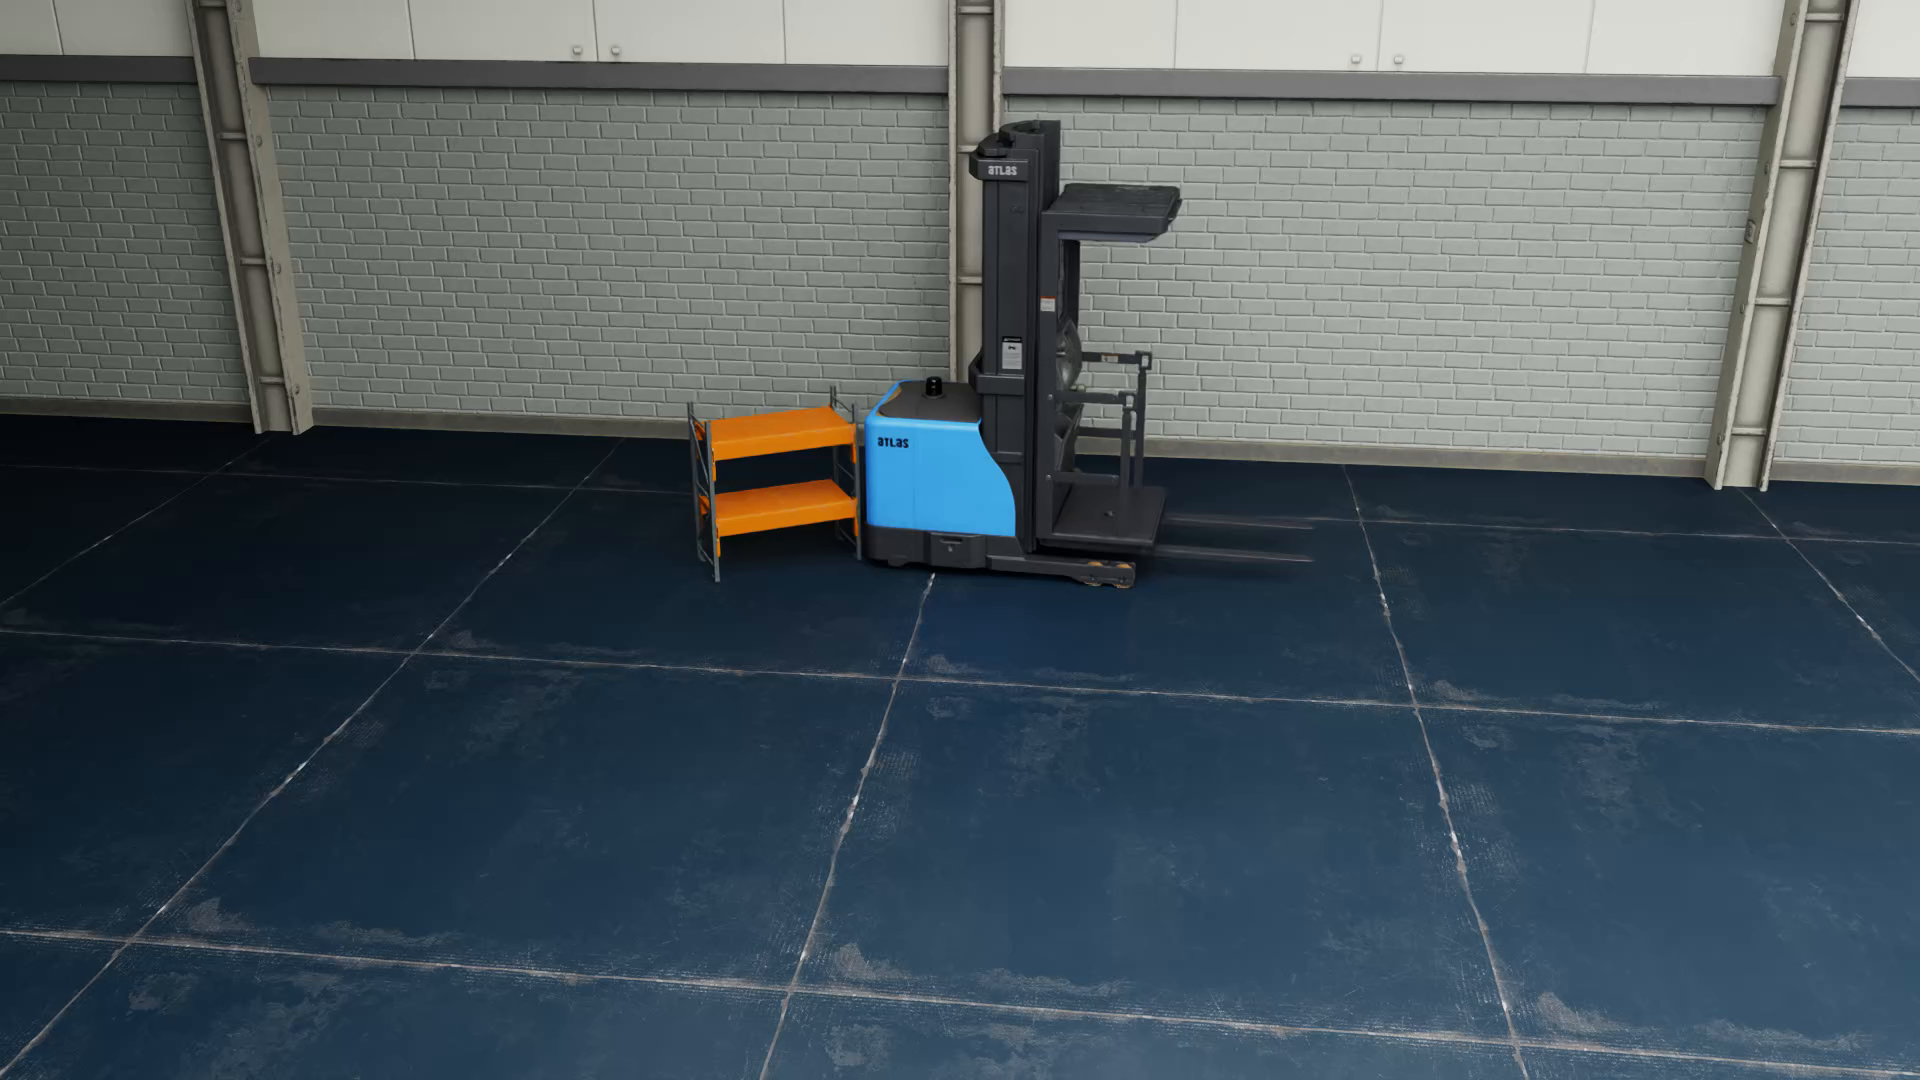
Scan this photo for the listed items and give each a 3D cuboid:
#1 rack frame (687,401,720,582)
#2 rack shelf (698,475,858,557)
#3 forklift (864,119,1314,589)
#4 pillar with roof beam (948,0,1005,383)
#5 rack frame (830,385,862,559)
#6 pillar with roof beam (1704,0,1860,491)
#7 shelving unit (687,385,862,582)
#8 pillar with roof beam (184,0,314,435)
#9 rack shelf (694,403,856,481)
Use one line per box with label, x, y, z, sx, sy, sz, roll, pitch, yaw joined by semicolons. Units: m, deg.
rack frame;-1.735;-0.329;11.243;0.032;1.125;0.500;-9;23;-21
rack shelf;-1.266;-0.175;11.516;1.000;0.278;0.538;-9;23;-21
forklift;0.915;-1.248;11.109;3.031;2.935;1.130;4;22;11
pillar with roof beam;-0.381;-3.316;8.089;0.400;9.000;9.100;2;22;6
rack frame;-0.797;-0.474;11.610;0.032;1.125;0.500;-9;23;-21
pillar with roof beam;5.577;-3.057;7.432;0.400;9.000;9.100;2;22;6
shelving unit;-1.266;-0.402;11.426;1.048;1.125;0.538;-9;23;-21
pillar with roof beam;-6.339;-3.576;8.745;0.400;9.000;9.100;2;22;6
rack shelf;-1.266;-0.674;11.319;1.000;0.278;0.538;-9;23;-21
